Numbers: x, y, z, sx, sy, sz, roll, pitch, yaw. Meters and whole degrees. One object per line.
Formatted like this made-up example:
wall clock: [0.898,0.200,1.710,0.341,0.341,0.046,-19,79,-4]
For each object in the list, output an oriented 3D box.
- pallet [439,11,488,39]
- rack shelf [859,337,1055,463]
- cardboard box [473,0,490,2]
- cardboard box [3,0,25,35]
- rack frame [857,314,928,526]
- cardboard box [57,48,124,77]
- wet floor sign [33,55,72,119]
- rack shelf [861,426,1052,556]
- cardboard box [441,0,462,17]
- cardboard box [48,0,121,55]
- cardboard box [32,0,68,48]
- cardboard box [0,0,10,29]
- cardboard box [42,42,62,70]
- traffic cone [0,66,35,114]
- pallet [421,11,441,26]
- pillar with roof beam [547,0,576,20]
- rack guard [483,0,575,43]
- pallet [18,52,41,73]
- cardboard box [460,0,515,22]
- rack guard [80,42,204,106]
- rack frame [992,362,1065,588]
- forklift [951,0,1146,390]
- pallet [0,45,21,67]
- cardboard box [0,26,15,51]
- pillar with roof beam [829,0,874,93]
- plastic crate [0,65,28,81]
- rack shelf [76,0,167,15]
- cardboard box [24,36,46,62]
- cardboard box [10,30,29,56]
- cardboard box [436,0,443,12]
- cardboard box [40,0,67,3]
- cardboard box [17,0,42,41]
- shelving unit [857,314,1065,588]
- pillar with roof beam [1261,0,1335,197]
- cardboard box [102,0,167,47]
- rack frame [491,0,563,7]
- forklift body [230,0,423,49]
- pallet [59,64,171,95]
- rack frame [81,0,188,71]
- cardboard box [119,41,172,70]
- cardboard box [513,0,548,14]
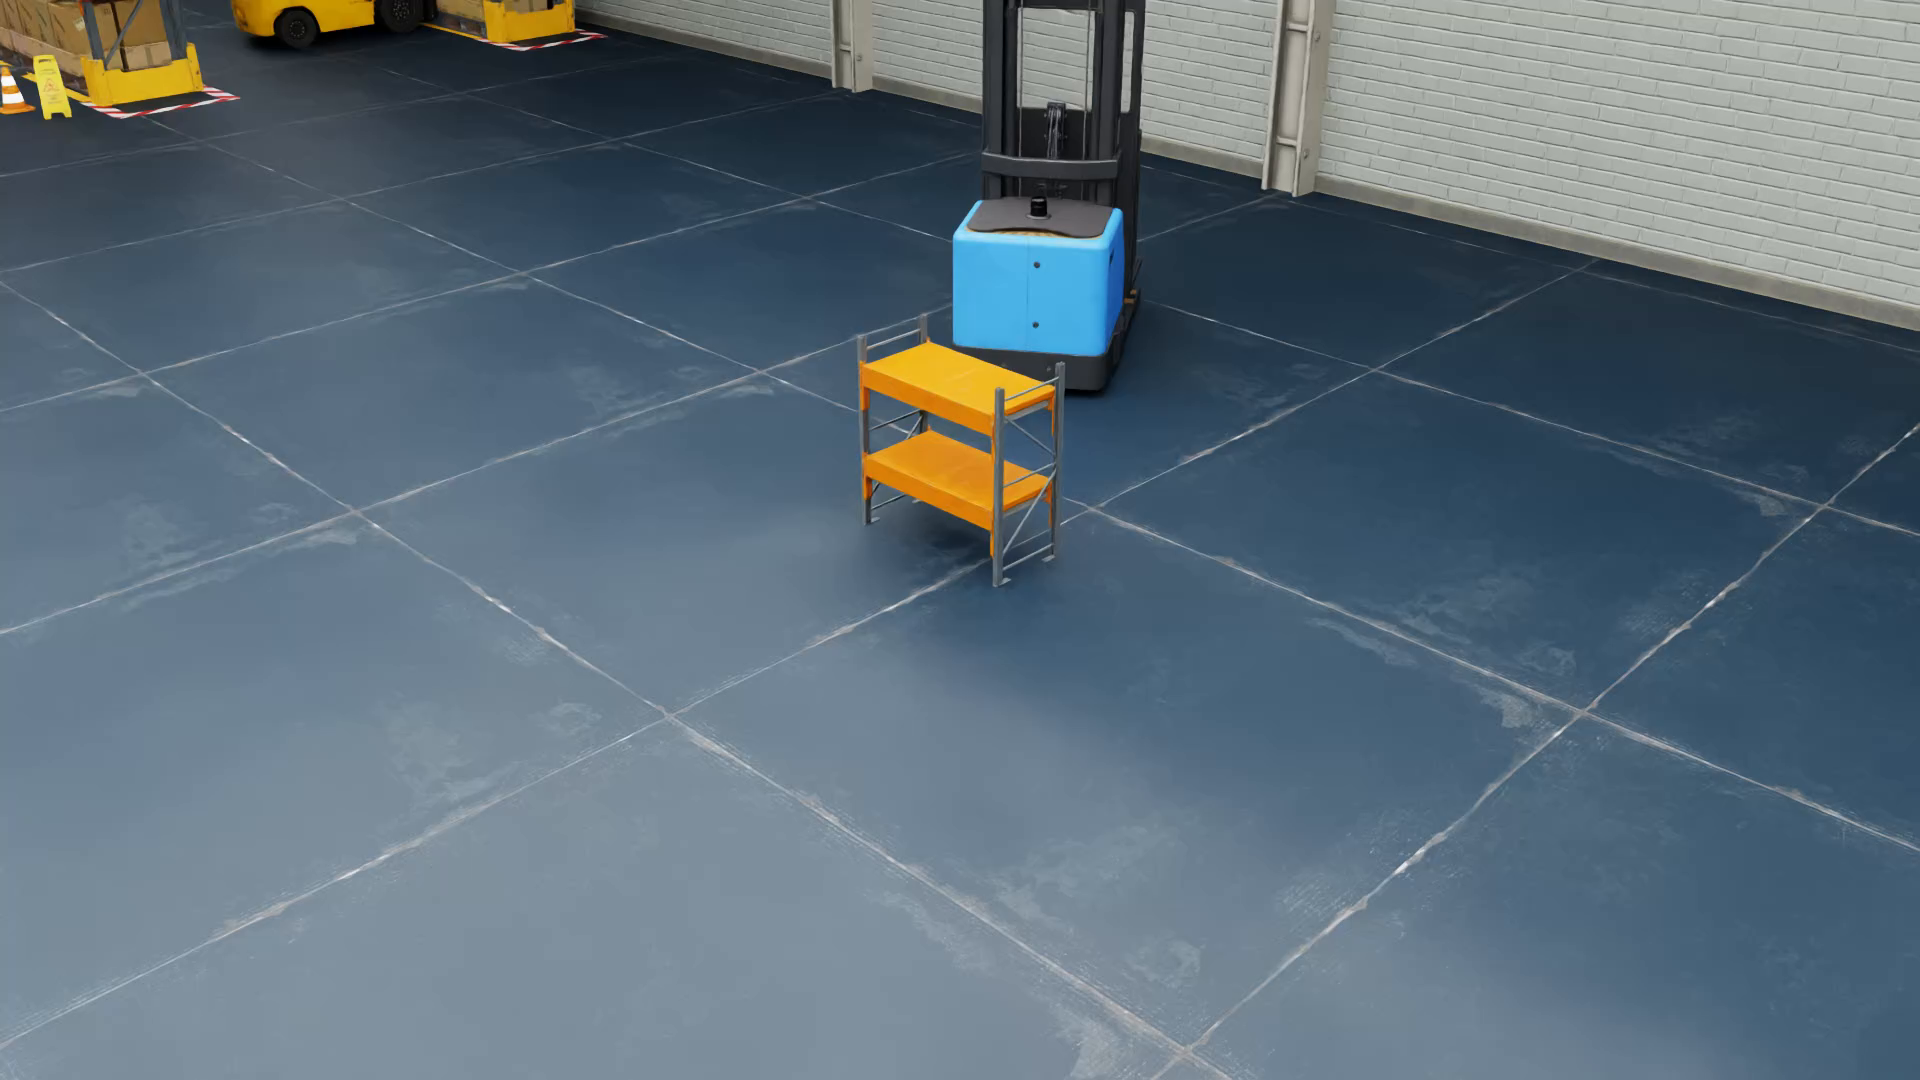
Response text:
pallet: [-6.219,-6.973,22.285,1.213,0.211,1.003,25,36,38]
rack shelf: [-0.005,-0.759,8.856,1.000,0.278,0.538,25,36,38]
cardboard box: [-6.210,-7.217,21.719,0.500,0.250,0.500,24,36,38]
cardboard box: [-10.984,-6.307,19.719,0.500,0.500,0.500,-23,35,-37]
rack frame: [-0.367,-0.666,9.308,0.032,1.125,0.500,25,36,38]
cardboard box: [-9.904,-5.475,18.942,0.500,0.250,0.500,24,36,38]
wet floor sign: [-9.736,-4.864,17.808,0.267,0.644,0.232,-13,30,-22]
rack shelf: [-0.005,-0.284,9.106,1.000,0.278,0.538,25,36,38]
cardboard box: [-6.549,-7.155,22.137,0.500,0.250,0.500,25,36,38]
cardboard box: [-9.876,-5.799,18.753,0.500,0.500,0.500,25,37,39]
cardboard box: [-10.250,-5.968,19.075,0.500,0.500,0.500,-24,36,-37]
cardboard box: [-11.352,-6.477,20.041,0.500,0.500,0.500,-24,36,-37]
cardboard box: [-10.250,-5.638,19.253,0.500,0.250,0.500,25,37,39]
traffic cone: [-10.333,-4.913,18.096,0.334,0.463,0.336,25,36,38]
pallet: [-7.085,-7.371,23.042,1.213,0.211,1.003,25,36,38]
pillar with roof beam: [-8.527,-9.725,18.076,0.400,9.000,9.100,25,36,38]
rack guard: [-5.627,-6.858,21.755,0.348,0.500,1.175,25,36,38]
pallet: [-10.596,-5.789,20.032,1.213,0.211,1.003,25,36,38]
cardboard box: [-6.201,-6.989,21.822,0.500,0.250,0.500,25,37,39]
rack guard: [-9.176,-5.242,18.682,0.348,0.500,1.175,25,36,38]
rack frame: [0.358,-0.334,8.677,0.032,1.125,0.500,25,36,38]
forklift: [0.746,-2.951,11.713,1.130,2.935,3.031,6,28,10]
pallet: [-11.470,-6.187,20.790,1.213,0.211,1.003,25,36,38]
cardboard box: [-11.354,-6.145,20.217,0.500,0.250,0.500,-23,35,-36]
pillar with roof beam: [-4.249,-7.767,14.352,0.400,9.000,9.100,25,36,38]
plastic crate: [-11.429,-5.552,19.723,0.583,0.080,0.402,12,30,22]
rack shelf: [-10.548,-6.658,19.461,4.000,0.370,1.077,25,36,38]
cardboard box: [-10.627,-5.807,19.575,0.500,0.250,0.500,23,35,37]
cardboard box: [-10.974,-5.973,19.889,0.500,0.250,0.500,24,36,38]
cardboard box: [-6.899,-7.321,22.453,0.500,0.250,0.500,-25,37,-39]
cardboard box: [-10.184,-6.184,18.788,0.380,0.149,0.250,-24,36,-38]
cardboard box: [-10.605,-6.135,19.392,0.500,0.500,0.500,24,36,37]
shelving unit: [-0.005,-0.500,8.992,1.048,1.125,0.538,25,36,38]
pillar with roof beam: [0.030,-5.809,10.629,0.400,9.000,9.100,25,36,38]
cardboard box: [-9.520,-5.987,19.110,0.500,0.500,0.500,23,36,37]
rack frame: [-5.644,-7.972,21.188,0.127,3.000,1.000,25,36,38]
forklift body: [-8.275,-7.610,21.411,1.214,2.155,2.313,25,36,38]
pallet: [-9.730,-5.391,19.276,1.213,0.211,1.003,25,36,38]
rack frame: [-9.122,-6.323,18.053,0.127,3.000,1.000,25,36,38]
cardboard box: [-9.503,-5.647,19.270,0.500,0.250,0.500,24,36,38]
cardboard box: [-5.857,-7.166,22.158,0.500,0.250,0.500,25,37,39]
